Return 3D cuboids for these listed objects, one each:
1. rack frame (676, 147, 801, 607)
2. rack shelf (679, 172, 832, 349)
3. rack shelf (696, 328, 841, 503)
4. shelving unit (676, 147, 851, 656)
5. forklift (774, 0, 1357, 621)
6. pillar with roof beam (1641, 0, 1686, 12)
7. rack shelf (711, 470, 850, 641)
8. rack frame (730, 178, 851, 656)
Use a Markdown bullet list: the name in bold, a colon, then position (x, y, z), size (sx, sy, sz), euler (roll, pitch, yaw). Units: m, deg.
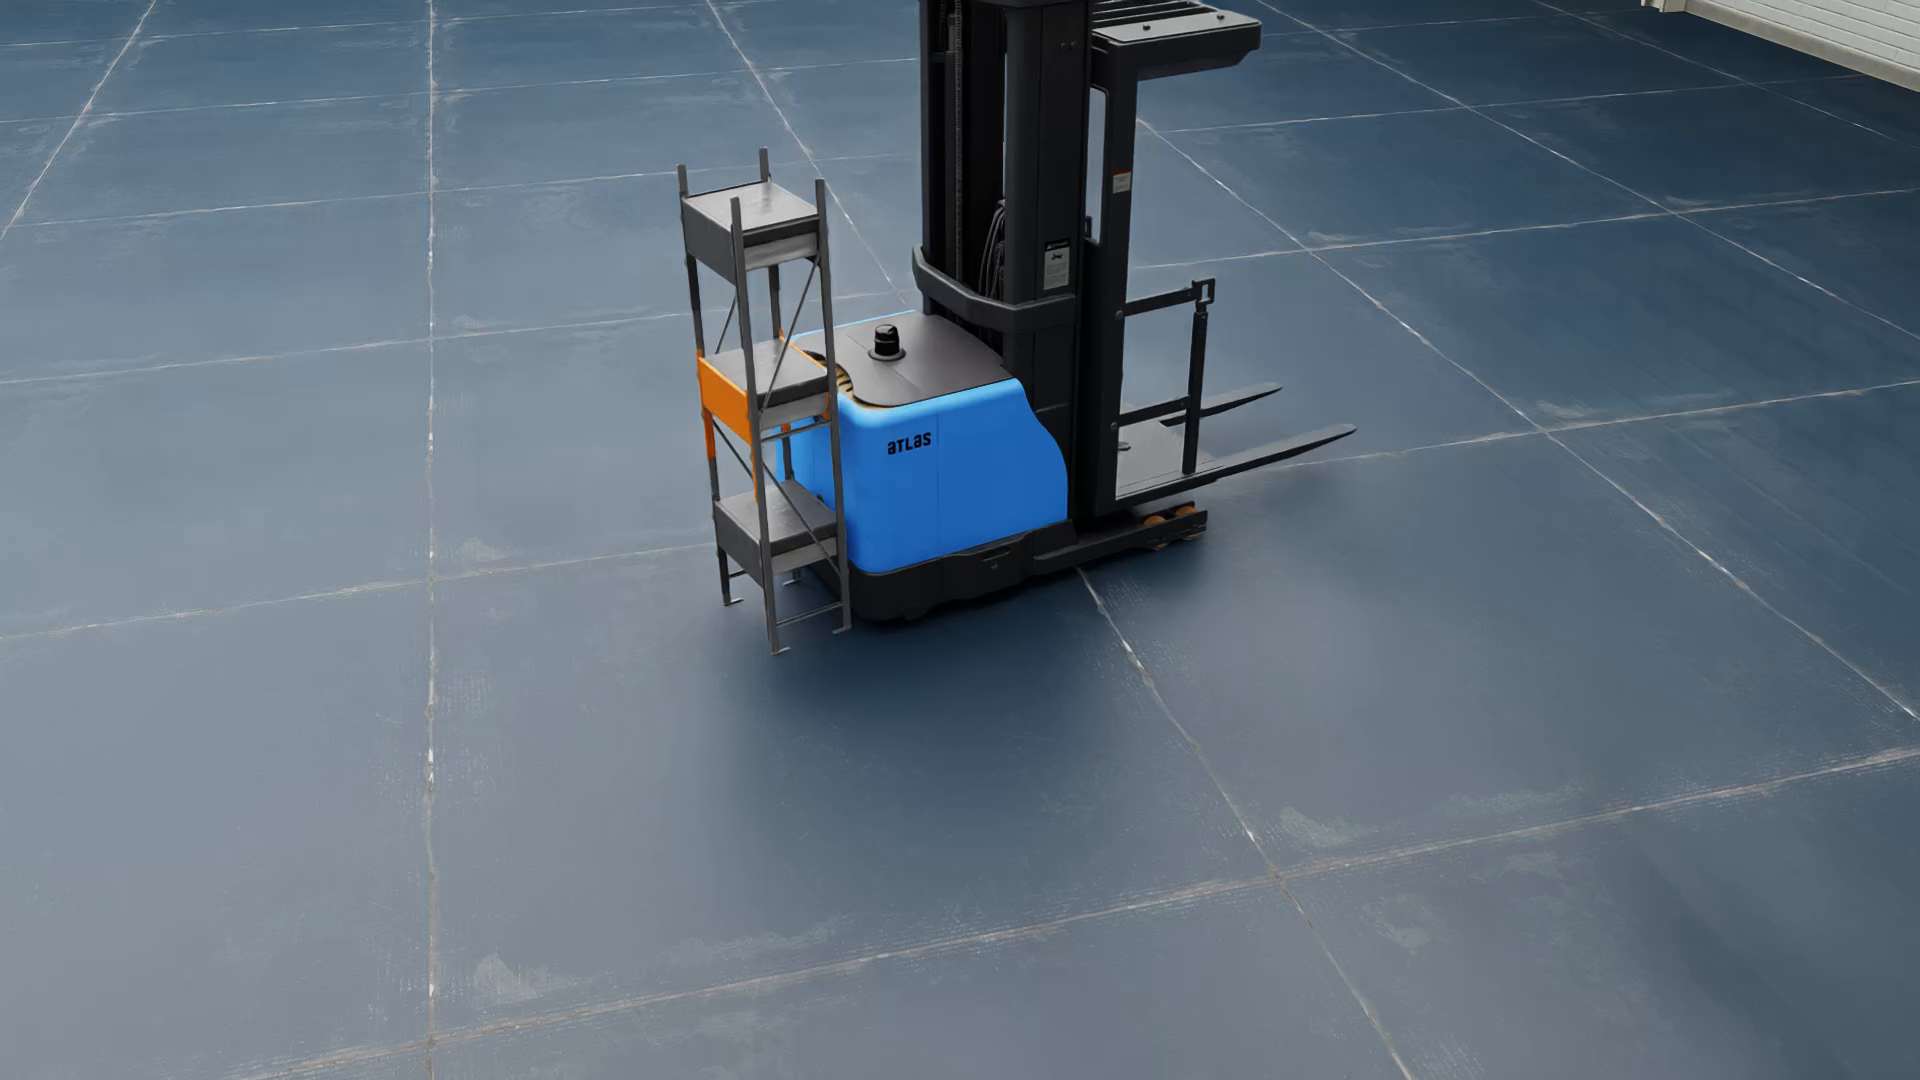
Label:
- **rack frame**: position (-0.945, -0.654, 7.273), size (0.400, 2.100, 0.015), euler (-19, 35, -27)
- **rack shelf**: position (-0.825, -1.140, 6.745), size (0.431, 0.518, 0.480), euler (-19, 35, -27)
- **rack shelf**: position (-0.814, -0.539, 7.102), size (0.431, 0.518, 0.480), euler (-19, 35, -27)
- **shelving unit**: position (-0.814, -0.551, 7.095), size (0.431, 2.100, 0.503), euler (-19, 35, -27)
- **forklift**: position (0.637, -1.432, 7.798), size (3.031, 2.935, 1.130), euler (-16, 34, -26)
- **pillar with roof beam**: position (3.655, -9.230, 15.213), size (9.100, 9.000, 0.400), euler (-8, 31, -13)
- **rack shelf**: position (-0.802, 0.063, 7.460), size (0.431, 0.518, 0.480), euler (-19, 35, -27)
- **rack frame**: position (-0.682, -0.447, 6.917), size (0.400, 2.100, 0.015), euler (-19, 35, -27)
